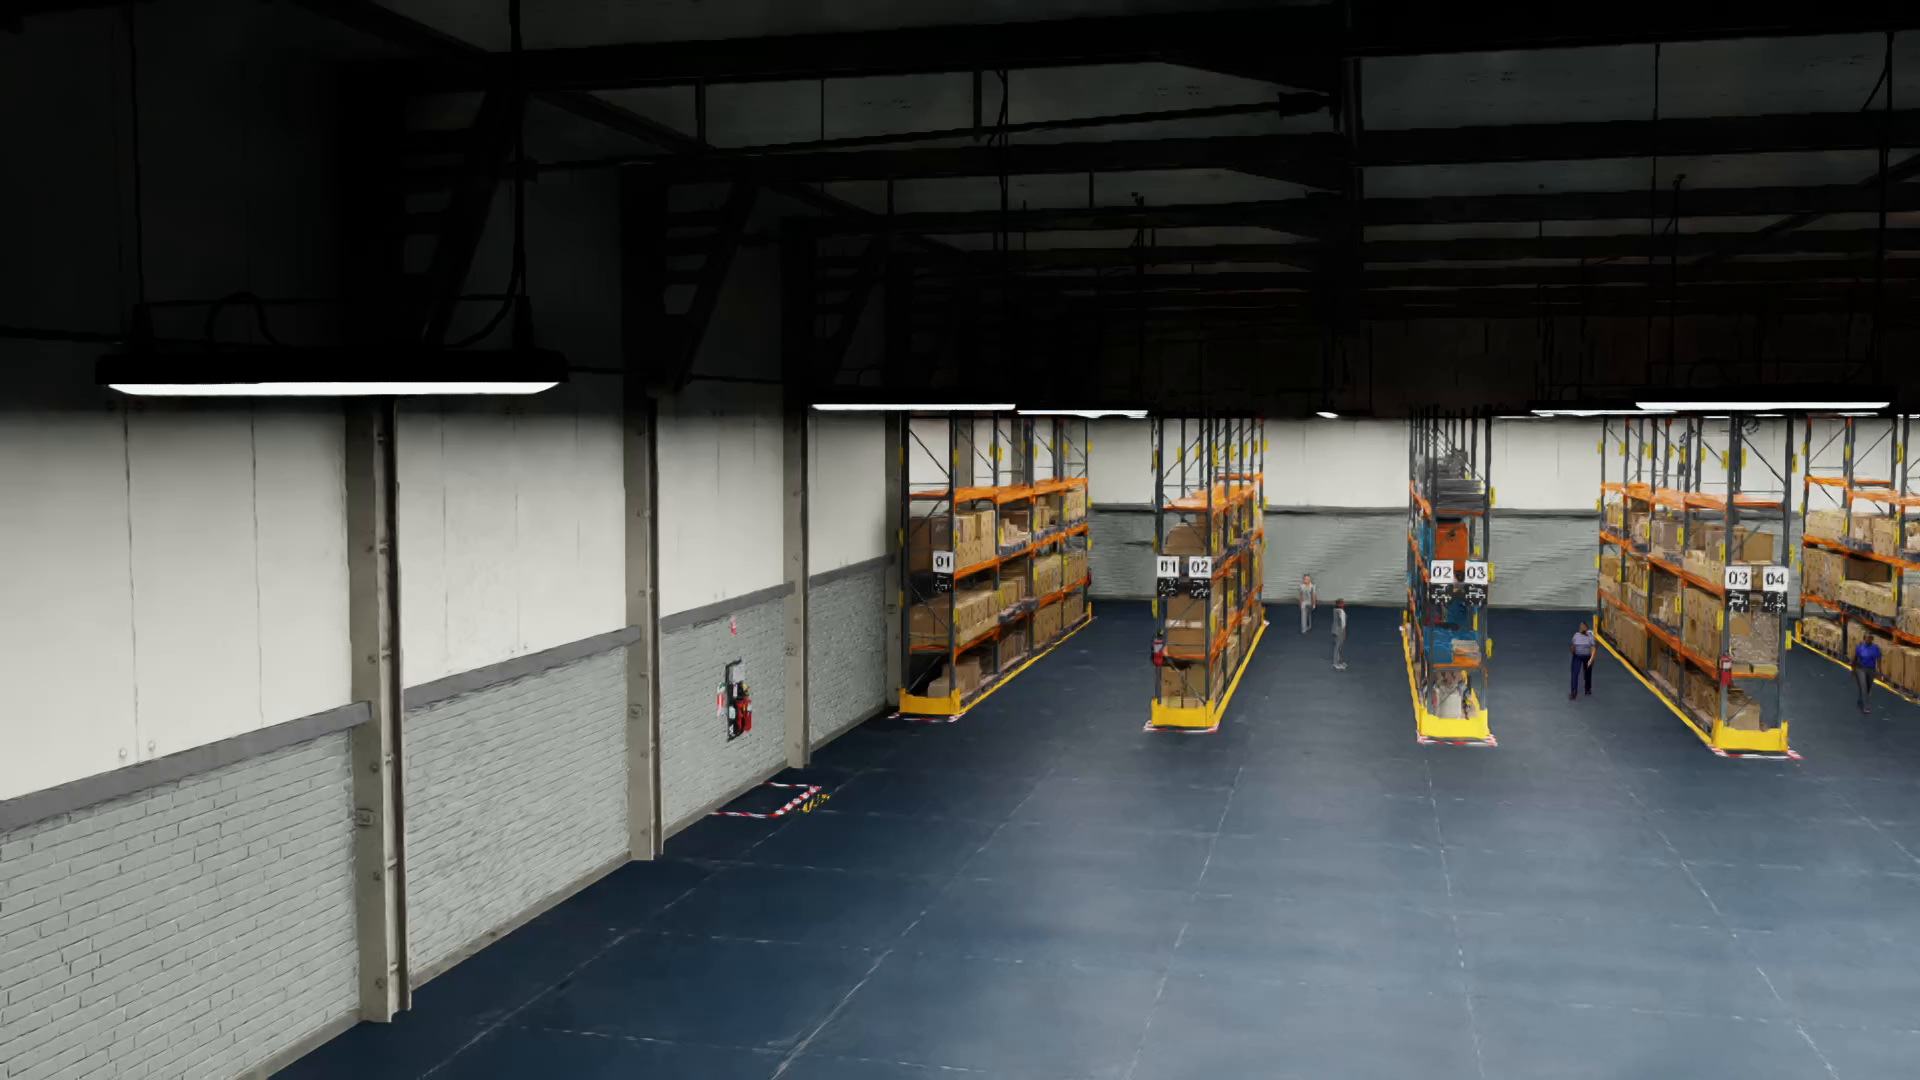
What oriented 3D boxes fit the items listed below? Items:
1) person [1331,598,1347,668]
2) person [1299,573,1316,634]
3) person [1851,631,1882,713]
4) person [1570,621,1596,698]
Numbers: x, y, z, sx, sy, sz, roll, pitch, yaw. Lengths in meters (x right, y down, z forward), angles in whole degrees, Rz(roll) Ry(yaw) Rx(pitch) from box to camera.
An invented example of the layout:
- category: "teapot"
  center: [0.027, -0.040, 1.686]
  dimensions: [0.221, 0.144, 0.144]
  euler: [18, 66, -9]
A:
- category: "person"
  center: [8.808, 2.149, 38.490]
  dimensions: [0.419, 1.603, 0.505]
  euler: [-1, 4, -15]
- category: "person"
  center: [9.362, 1.701, 44.788]
  dimensions: [0.453, 1.612, 0.974]
  euler: [1, 4, 13]
- category: "person"
  center: [17.803, 2.578, 32.624]
  dimensions: [0.463, 1.596, 0.998]
  euler: [1, 4, 13]
- category: "person"
  center: [12.874, 2.457, 34.340]
  dimensions: [0.477, 1.580, 1.003]
  euler: [2, 4, 23]
